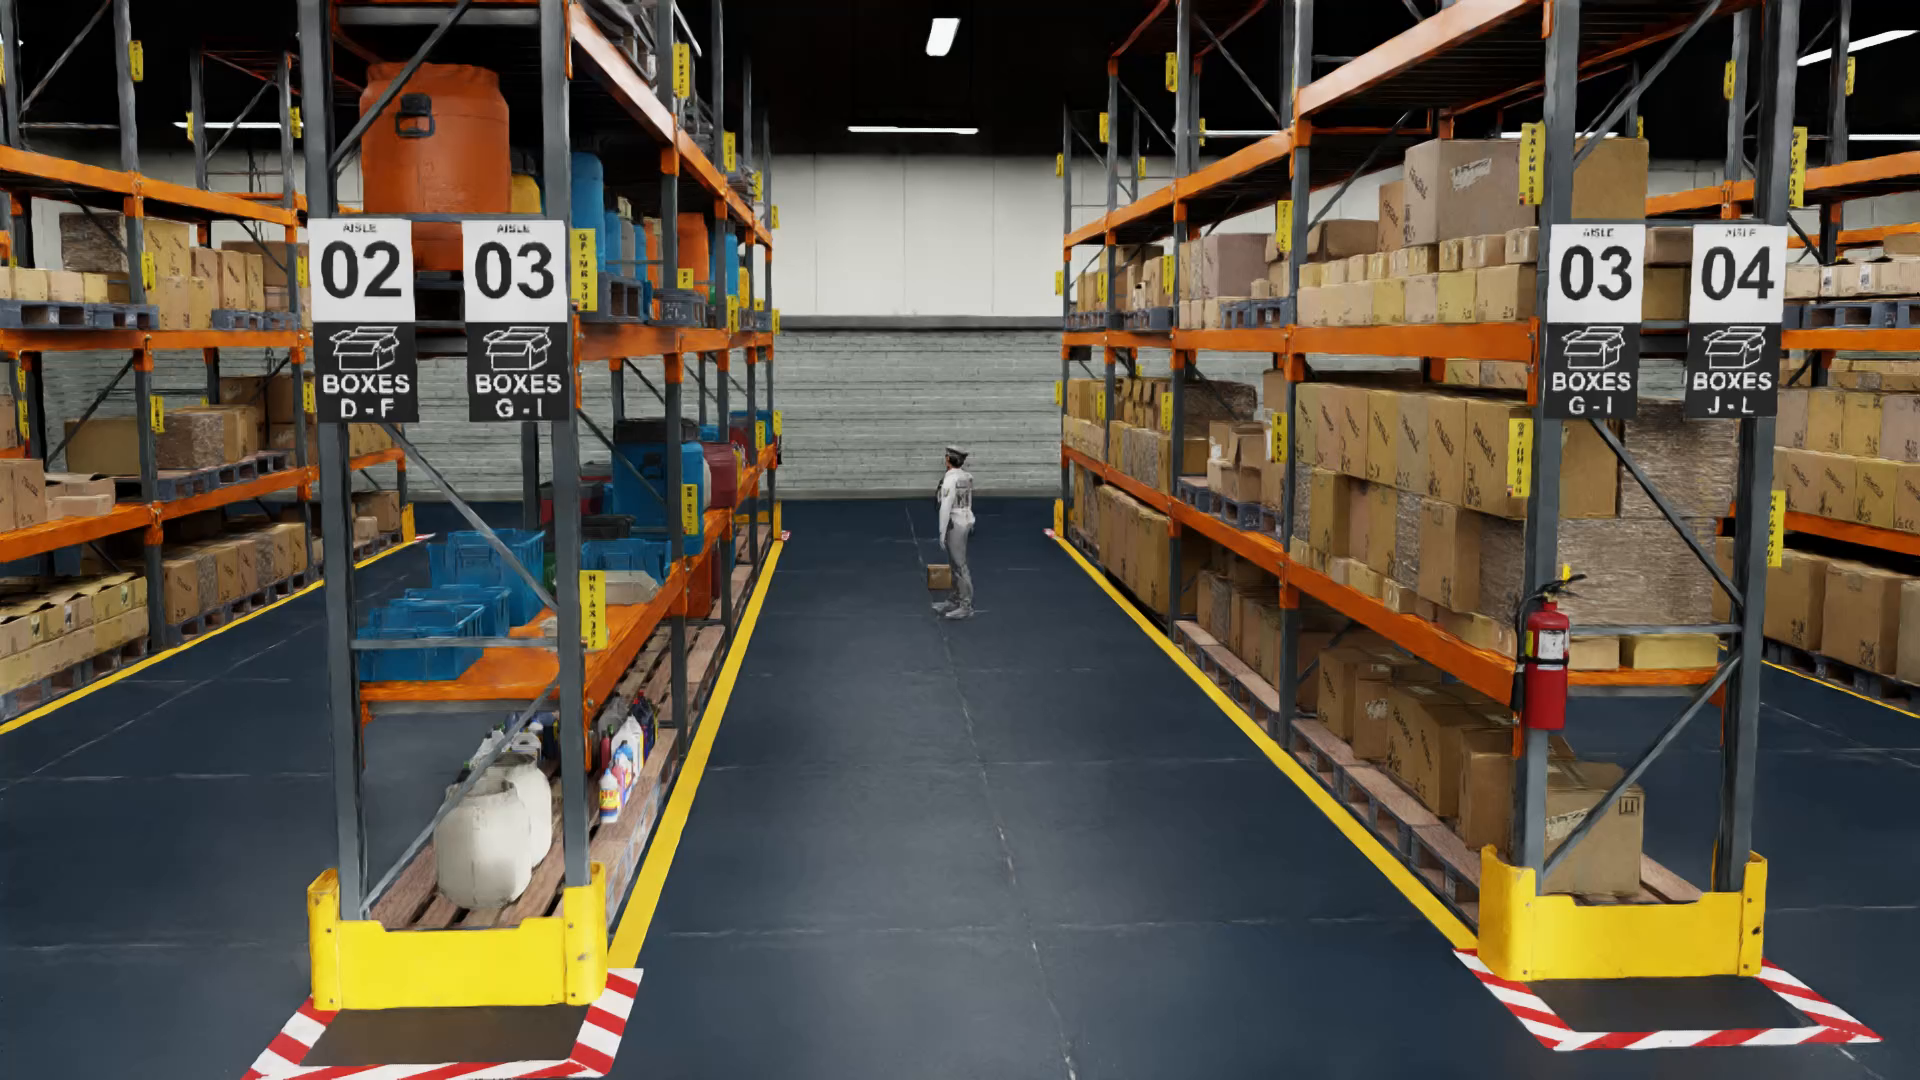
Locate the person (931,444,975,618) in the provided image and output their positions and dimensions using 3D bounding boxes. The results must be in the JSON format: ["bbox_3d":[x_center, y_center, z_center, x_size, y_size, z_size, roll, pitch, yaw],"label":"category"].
[{"bbox_3d":[-0.073,-0.101,16.339,0.533,1.673,0.569,3,8,22],"label":"person"}]
